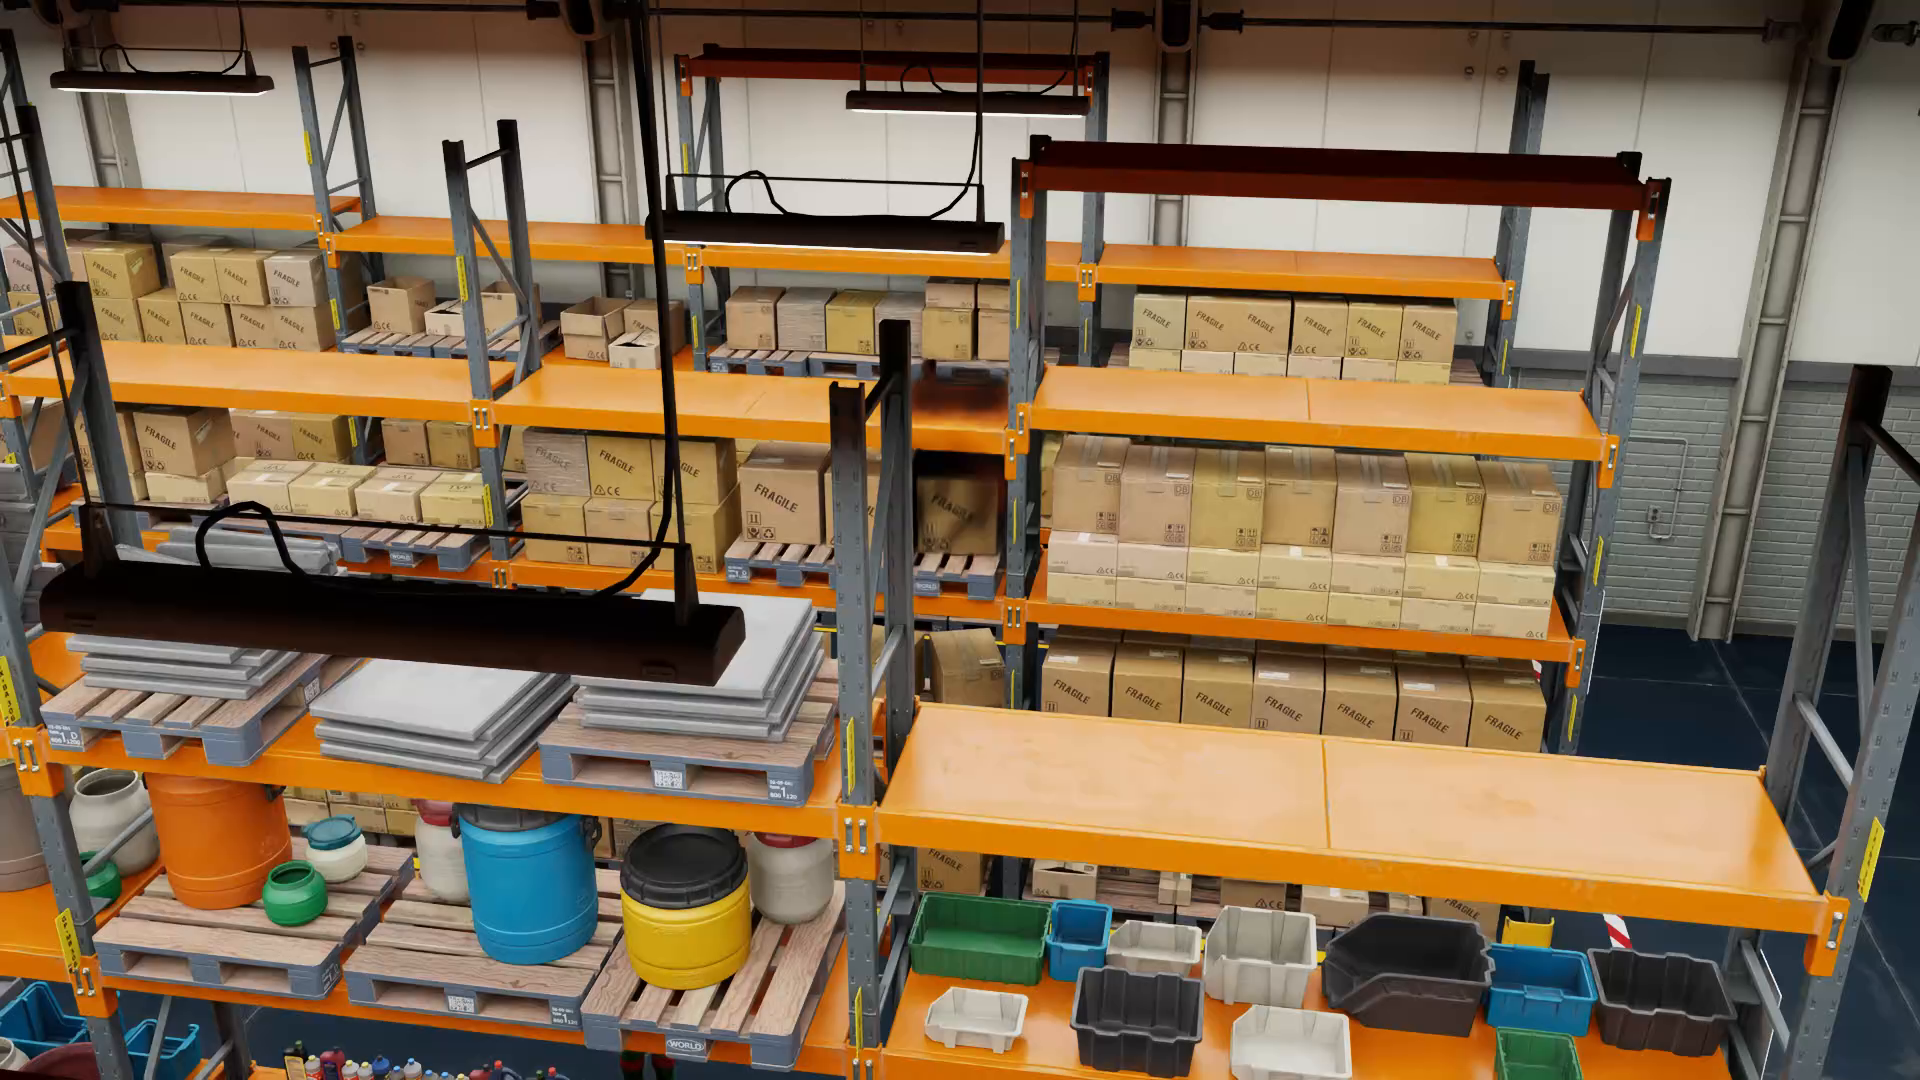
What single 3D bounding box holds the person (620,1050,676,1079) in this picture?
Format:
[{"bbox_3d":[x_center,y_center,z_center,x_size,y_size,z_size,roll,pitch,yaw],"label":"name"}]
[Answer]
[{"bbox_3d":[-2.074,2.905,10.947,0.613,1.793,0.364,-5,23,-11],"label":"person"}]
